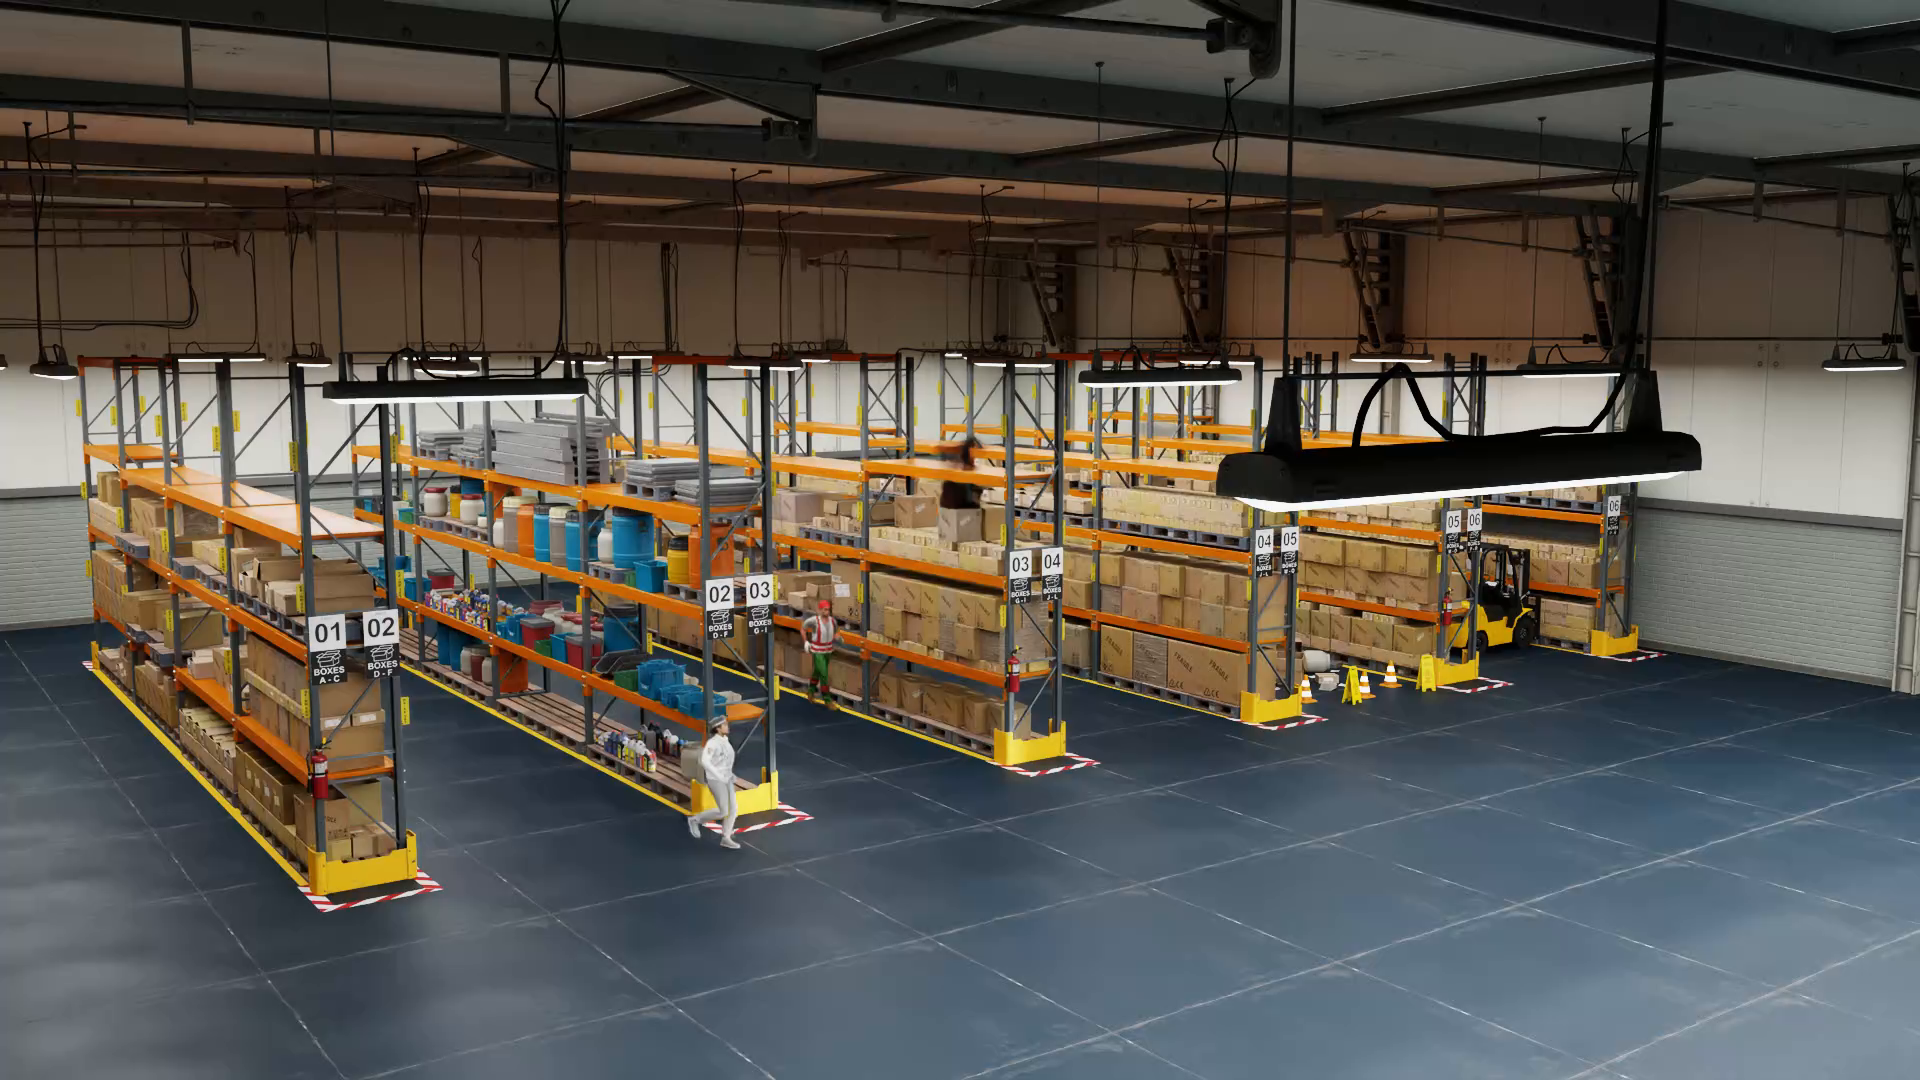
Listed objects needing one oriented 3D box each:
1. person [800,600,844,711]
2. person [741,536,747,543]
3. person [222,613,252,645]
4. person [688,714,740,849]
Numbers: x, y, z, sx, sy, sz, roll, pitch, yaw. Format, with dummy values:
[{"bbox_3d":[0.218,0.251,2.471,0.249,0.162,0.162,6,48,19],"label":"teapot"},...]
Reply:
[{"bbox_3d":[-2.294,1.874,27.489,0.607,1.804,0.957,-6,9,-41],"label":"person"},{"bbox_3d":[-5.097,0.746,39.134,0.677,1.703,0.856,-4,8,-27],"label":"person"},{"bbox_3d":[-14.321,1.479,32.816,0.725,1.765,0.691,5,9,37],"label":"person"},{"bbox_3d":[-3.010,2.994,20.890,0.700,1.630,0.637,2,7,15],"label":"person"}]
